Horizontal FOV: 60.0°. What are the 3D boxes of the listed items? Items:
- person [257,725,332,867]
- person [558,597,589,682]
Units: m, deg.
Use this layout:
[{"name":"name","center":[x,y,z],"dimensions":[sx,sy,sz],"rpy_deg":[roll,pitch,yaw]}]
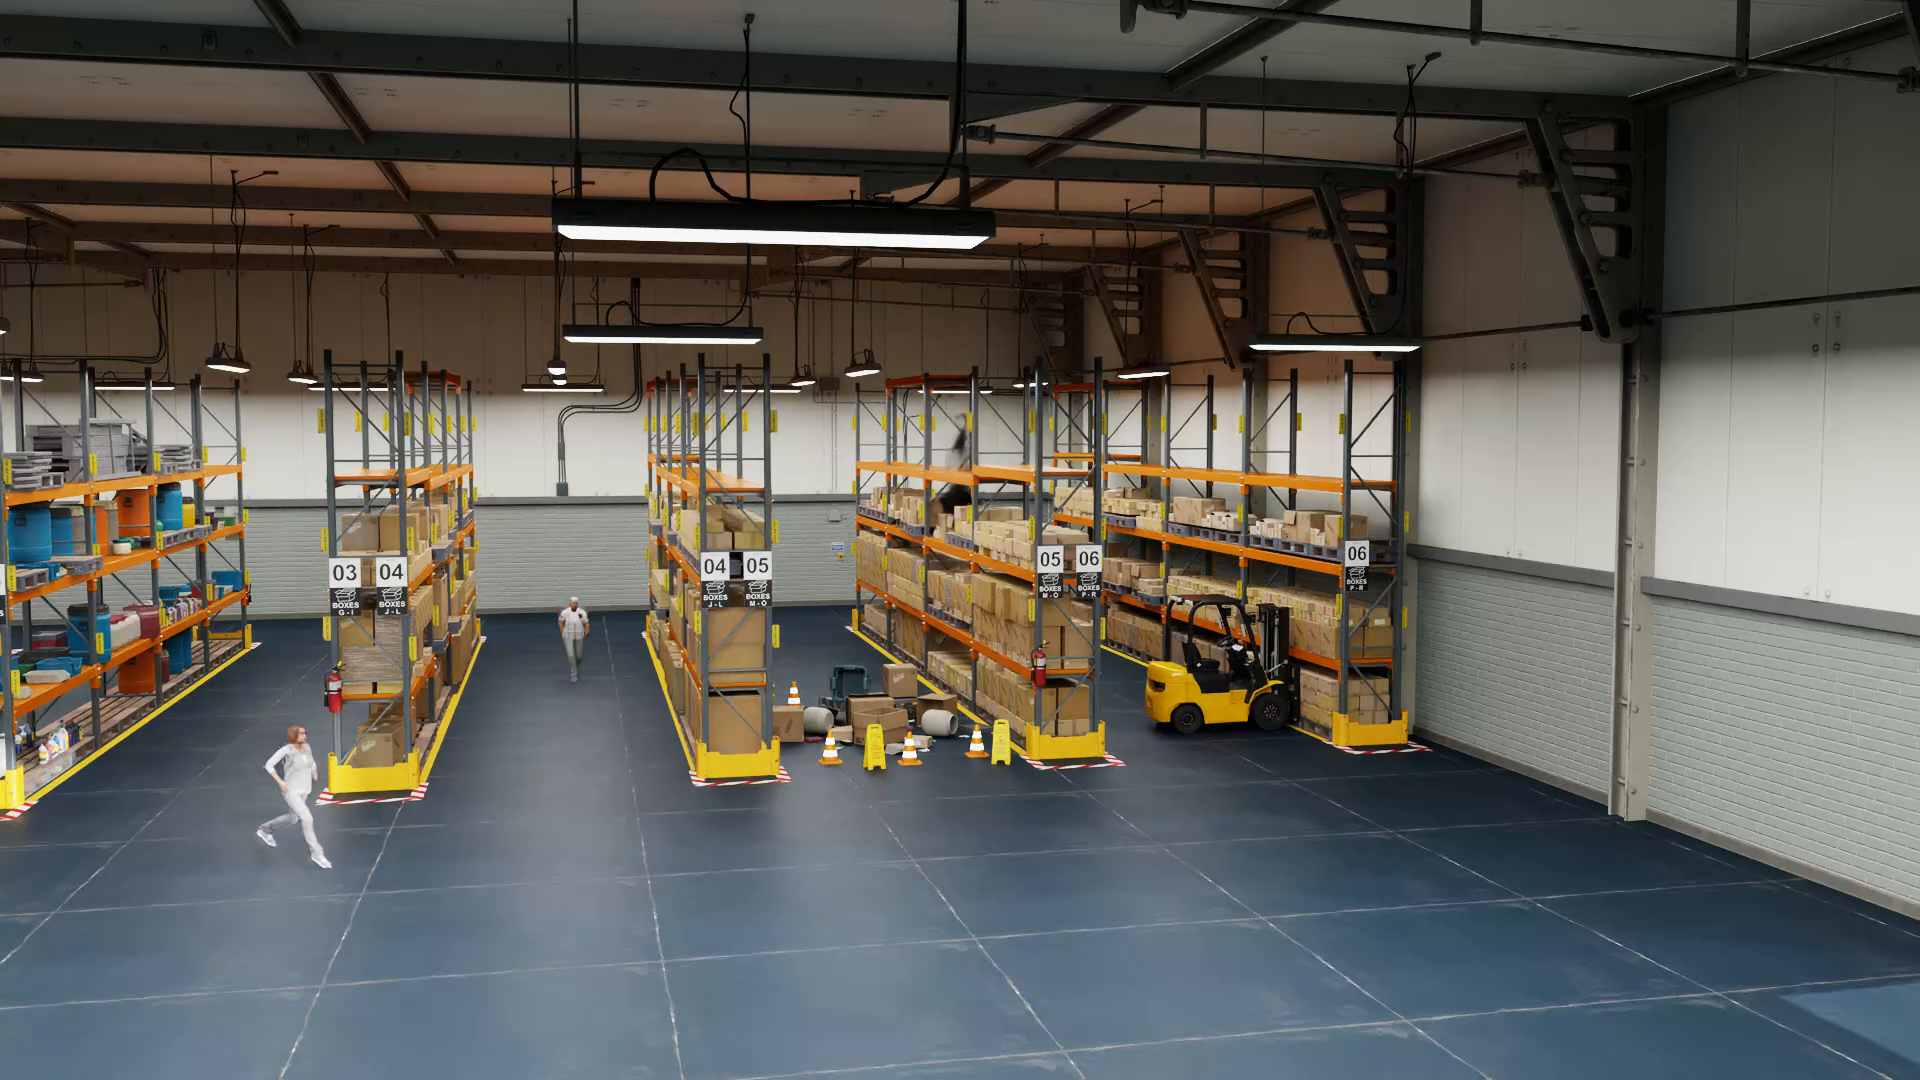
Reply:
[{"name":"person","center":[-7.600,2.899,18.966],"dimensions":[1.013,1.613,0.505],"rpy_deg":[1,4,15]},{"name":"person","center":[-7.589,1.929,32.675],"dimensions":[0.591,1.641,0.827],"rpy_deg":[-1,4,-19]}]
